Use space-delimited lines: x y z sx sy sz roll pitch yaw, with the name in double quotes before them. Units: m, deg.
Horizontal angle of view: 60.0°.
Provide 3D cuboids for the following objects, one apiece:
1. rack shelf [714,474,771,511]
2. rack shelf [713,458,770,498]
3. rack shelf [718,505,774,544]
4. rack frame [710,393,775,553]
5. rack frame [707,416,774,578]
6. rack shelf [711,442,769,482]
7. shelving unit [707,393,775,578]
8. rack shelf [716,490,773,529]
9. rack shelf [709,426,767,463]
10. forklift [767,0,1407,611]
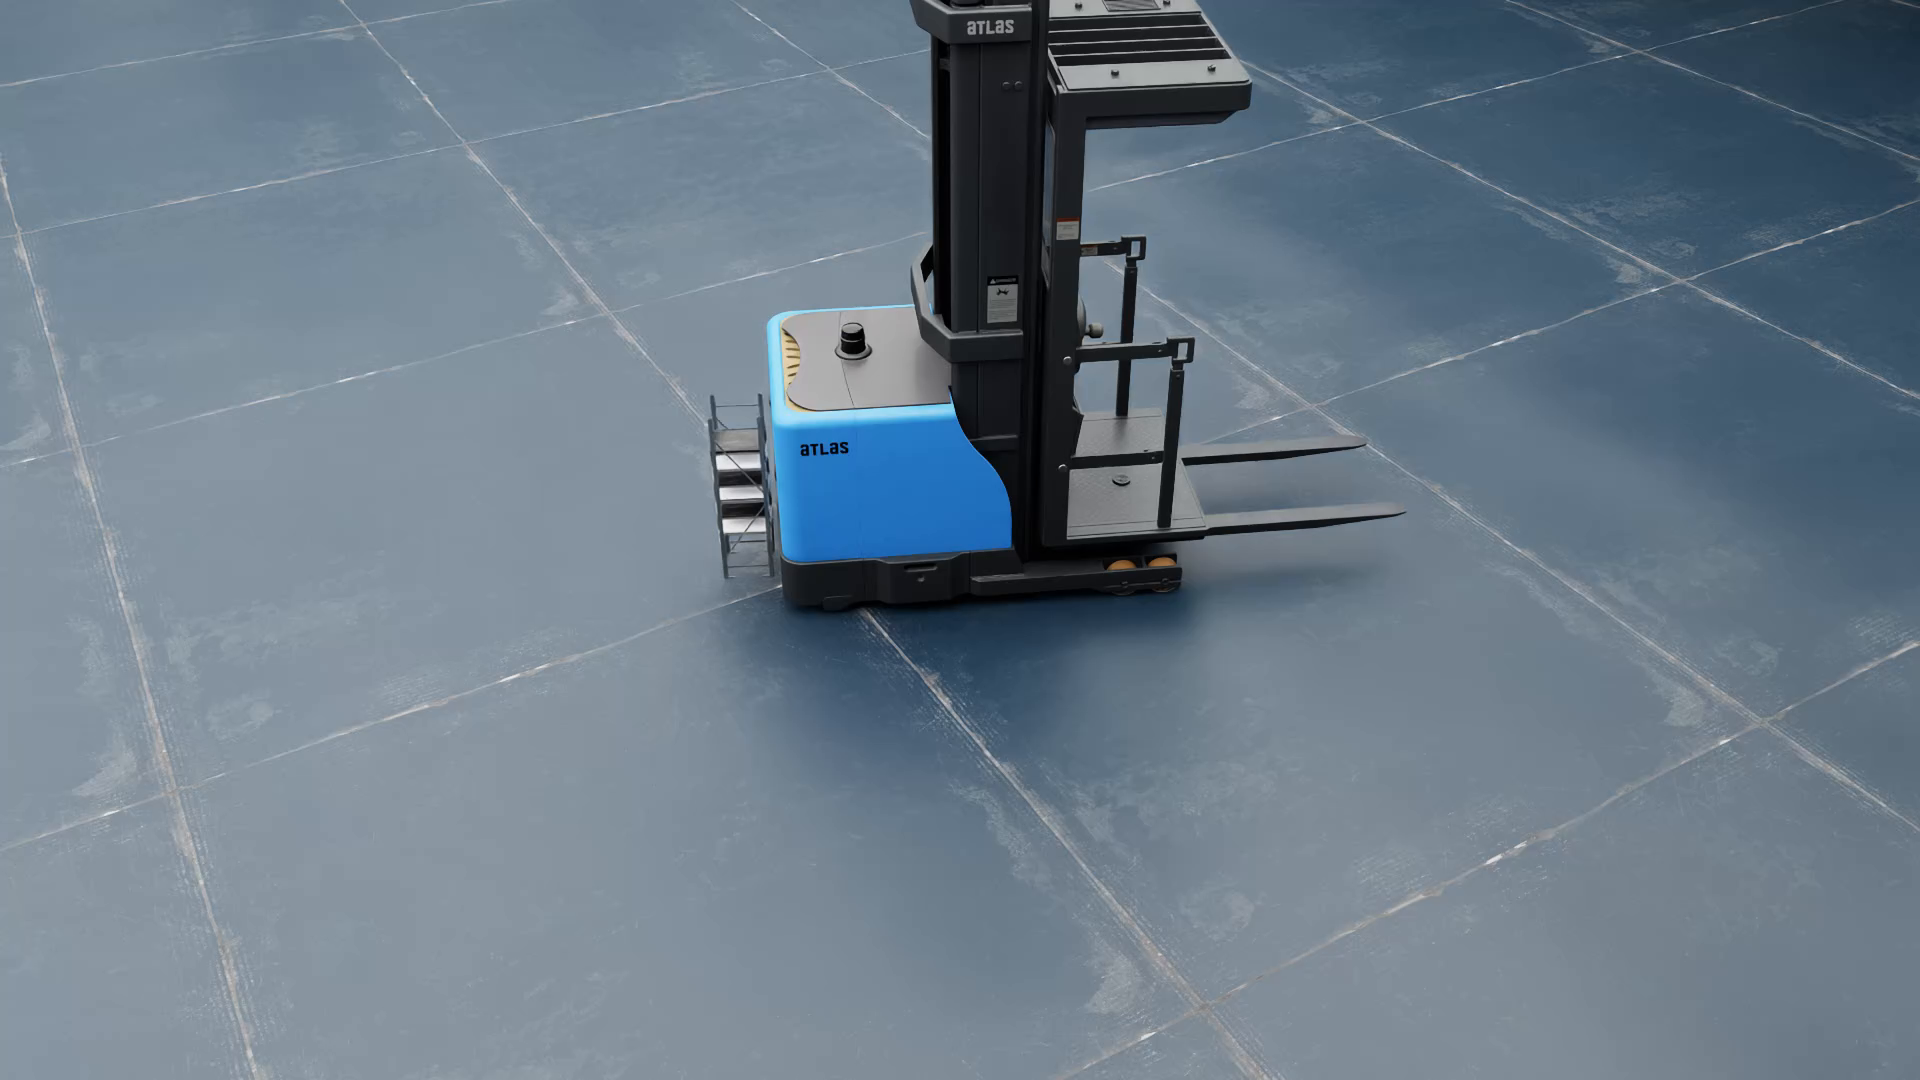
"rack shelf" -1.022 -0.219 7.843 0.258 0.077 0.200 -2 36 -3
"rack shelf" -1.022 -0.292 7.790 0.258 0.077 0.200 -2 36 -3
"rack shelf" -1.022 -0.074 7.949 0.258 0.077 0.200 -2 36 -3
"rack frame" -1.029 -0.306 7.905 0.240 0.900 0.006 -2 36 -3
"rack frame" -1.015 -0.186 7.742 0.240 0.900 0.006 -2 36 -3
"rack shelf" -1.022 -0.364 7.737 0.258 0.077 0.200 -2 36 -3
"shelving unit" -1.022 -0.246 7.823 0.258 0.900 0.210 -2 36 -3
"rack shelf" -1.022 -0.146 7.896 0.258 0.077 0.200 -2 36 -3
"rack shelf" -1.022 -0.437 7.684 0.258 0.077 0.200 -2 36 -3
"forklift" 0.624 -1.228 7.447 3.031 2.935 1.130 -4 36 -6
